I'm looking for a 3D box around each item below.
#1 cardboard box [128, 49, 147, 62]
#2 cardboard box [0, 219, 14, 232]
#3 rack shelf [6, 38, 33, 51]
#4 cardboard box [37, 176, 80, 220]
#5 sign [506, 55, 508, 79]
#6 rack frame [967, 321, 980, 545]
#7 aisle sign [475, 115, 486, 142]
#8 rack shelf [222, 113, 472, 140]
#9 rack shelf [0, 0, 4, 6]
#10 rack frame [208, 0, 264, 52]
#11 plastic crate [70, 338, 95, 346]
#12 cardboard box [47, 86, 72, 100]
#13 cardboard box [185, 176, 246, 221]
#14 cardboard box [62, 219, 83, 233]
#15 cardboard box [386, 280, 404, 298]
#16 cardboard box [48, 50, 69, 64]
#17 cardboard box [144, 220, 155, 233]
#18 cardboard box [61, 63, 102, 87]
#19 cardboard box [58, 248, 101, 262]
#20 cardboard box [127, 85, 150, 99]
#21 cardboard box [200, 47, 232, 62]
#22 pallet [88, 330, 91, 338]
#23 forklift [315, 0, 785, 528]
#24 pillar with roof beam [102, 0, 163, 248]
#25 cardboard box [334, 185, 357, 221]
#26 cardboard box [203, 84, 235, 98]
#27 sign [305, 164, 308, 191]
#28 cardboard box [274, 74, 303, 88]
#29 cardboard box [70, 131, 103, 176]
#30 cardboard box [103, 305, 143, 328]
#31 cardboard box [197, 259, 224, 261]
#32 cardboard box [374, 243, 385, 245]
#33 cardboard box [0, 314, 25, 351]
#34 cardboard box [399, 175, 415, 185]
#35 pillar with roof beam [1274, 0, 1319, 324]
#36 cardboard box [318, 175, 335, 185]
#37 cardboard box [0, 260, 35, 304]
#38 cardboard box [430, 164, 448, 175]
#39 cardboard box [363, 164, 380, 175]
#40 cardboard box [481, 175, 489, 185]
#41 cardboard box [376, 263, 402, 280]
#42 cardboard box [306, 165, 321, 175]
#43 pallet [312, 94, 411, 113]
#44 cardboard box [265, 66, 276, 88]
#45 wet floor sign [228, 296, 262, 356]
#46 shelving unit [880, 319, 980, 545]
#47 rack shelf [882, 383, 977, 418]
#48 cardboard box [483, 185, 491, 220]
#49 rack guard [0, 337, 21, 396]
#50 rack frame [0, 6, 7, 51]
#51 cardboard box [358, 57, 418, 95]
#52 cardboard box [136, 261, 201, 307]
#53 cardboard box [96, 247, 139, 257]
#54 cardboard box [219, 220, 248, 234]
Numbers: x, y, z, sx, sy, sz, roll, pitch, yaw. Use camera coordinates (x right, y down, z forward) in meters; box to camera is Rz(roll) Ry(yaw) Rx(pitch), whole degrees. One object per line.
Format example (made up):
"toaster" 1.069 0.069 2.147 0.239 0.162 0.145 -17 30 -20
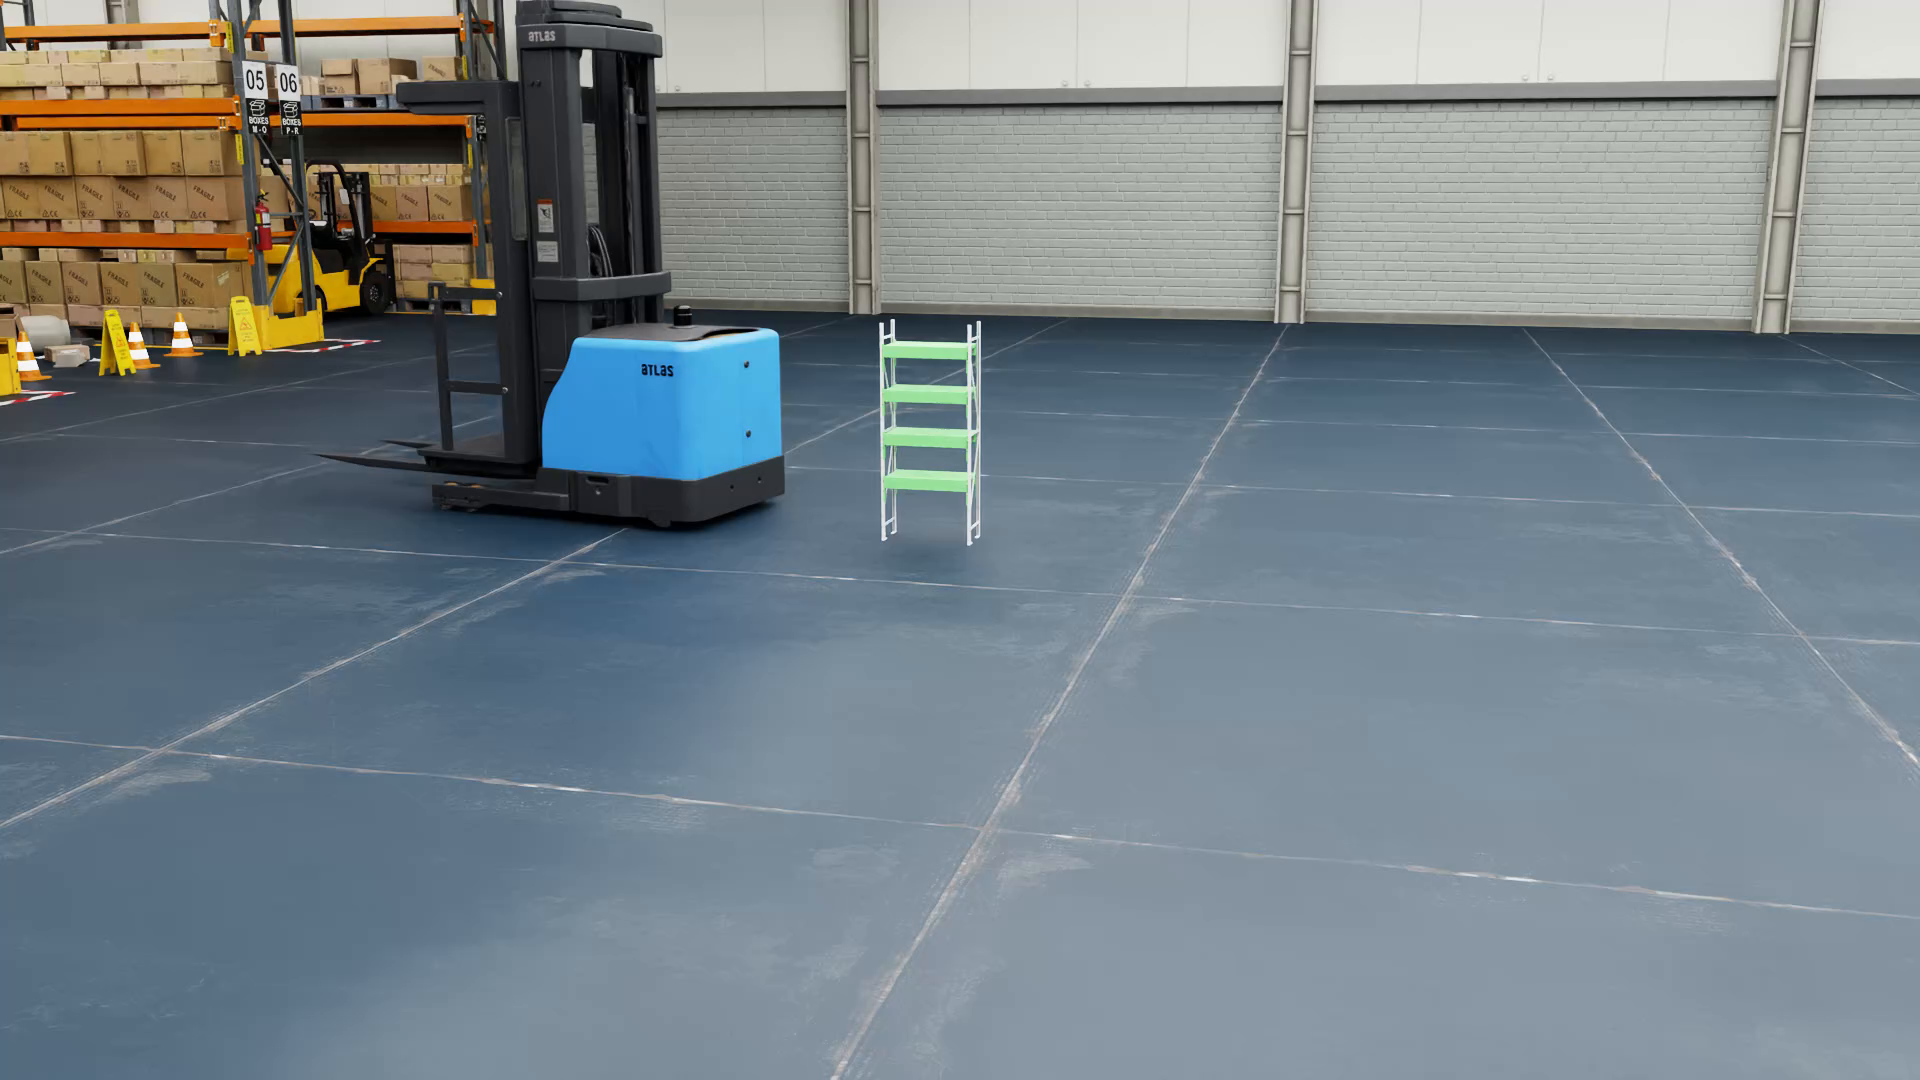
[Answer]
"cardboard box" -9.274 -5.525 19.024 0.250 0.149 0.380 3 13 14
"cardboard box" -11.308 -3.768 19.872 0.250 0.149 0.380 3 13 15
"rack shelf" -16.435 -7.714 25.813 4.000 0.370 1.077 3 13 14
"cardboard box" -10.457 -4.039 19.598 0.500 0.500 0.500 3 13 13
"sign" -6.587 -6.859 24.099 0.005 0.325 0.100 3 13 14
"rack frame" 0.076 -0.582 9.085 0.015 1.200 0.240 3 13 14
"aisle sign" -6.732 -6.017 23.427 0.004 0.787 0.394 3 13 14
"rack shelf" -8.668 -6.030 24.224 4.000 0.370 1.077 3 13 14
"rack shelf" -9.853 -6.449 19.194 4.000 0.370 1.077 3 13 14
"rack frame" -10.609 -7.950 24.289 0.127 3.000 1.000 3 13 14
"plastic crate" -10.467 -2.298 19.405 0.583 0.080 0.402 -1 13 -6
"cardboard box" -10.320 -5.165 19.245 0.250 0.149 0.380 3 13 12
"cardboard box" -8.504 -3.933 19.120 0.500 0.500 0.500 3 13 13
"cardboard box" -10.326 -3.702 19.574 0.250 0.149 0.380 3 13 14
"cardboard box" -8.222 -3.689 24.316 0.500 0.250 0.500 3 13 14
"cardboard box" -10.290 -5.567 19.213 0.250 0.149 0.380 3 13 13
"cardboard box" -9.314 -3.678 19.468 0.250 0.149 0.380 3 13 14
"cardboard box" -9.957 -5.353 19.172 0.500 0.250 0.500 3 13 14
"cardboard box" -10.418 -3.376 19.675 0.250 0.149 0.380 4 13 17
"cardboard box" -9.307 -5.128 19.075 0.250 0.149 0.380 3 13 13
"cardboard box" -8.311 -5.456 18.712 0.250 0.149 0.380 3 13 14
"pallet" -11.134 -2.588 20.411 1.213 0.211 1.003 3 13 14
"forklift" -2.632 -1.693 10.098 3.031 2.935 1.130 6 14 24
"pillar with roof beam" -14.043 -7.374 21.693 0.400 9.000 9.100 3 13 14
"cardboard box" -8.756 -4.912 24.215 0.500 0.500 0.500 3 13 14
"cardboard box" -8.325 -5.071 18.818 0.250 0.149 0.380 3 13 14
"sign" -7.782 -4.306 19.718 0.005 0.325 0.100 3 13 14
"cardboard box" -9.860 -6.601 24.141 0.500 0.311 0.500 3 13 15
"cardboard box" -9.920 -4.520 19.454 0.500 0.500 0.700 3 13 13
"cardboard box" -9.771 -2.672 19.729 0.500 0.250 0.500 3 13 12
"cardboard box" -9.160 -3.125 20.042 0.500 0.500 0.500 3 13 11
"cardboard box" -8.727 -4.200 24.307 0.500 0.250 0.500 3 13 12
"cardboard box" -10.223 -2.109 17.579 0.637 0.503 0.797 -6 14 -25
"cardboard box" -7.860 -5.186 23.956 0.250 0.149 0.380 3 13 13
"pillar with roof beam" 3.433 -6.440 17.483 0.400 9.000 9.100 3 13 14
"cardboard box" -9.127 -5.242 24.207 0.250 0.149 0.380 3 13 12
"cardboard box" -11.287 -3.118 20.010 0.500 0.500 0.500 4 13 16
"cardboard box" -7.371 -5.304 23.802 0.250 0.149 0.380 3 13 14
"cardboard box" -8.387 -5.343 23.977 0.250 0.149 0.380 3 13 15
"cardboard box" -6.993 -5.251 24.247 0.250 0.149 0.380 3 13 12
"cardboard box" -8.264 -3.930 24.247 0.500 0.250 0.500 3 13 12
"cardboard box" -9.362 -5.404 24.250 0.250 0.149 0.380 3 13 13
"pallet" -8.594 -6.339 24.161 1.213 0.211 1.003 3 13 14
"cardboard box" -8.336 -5.388 19.327 0.500 0.250 0.500 3 13 13
"wet floor sign" -7.983 -2.385 18.494 0.232 0.644 0.267 8 15 33
"shelving unit" -0.161 -0.594 9.143 0.503 1.200 0.258 3 13 14
"rack shelf" -0.161 -0.766 9.104 0.480 0.148 0.258 3 13 14
"cardboard box" -7.140 -4.946 24.371 0.500 0.500 0.500 3 13 15
"rack guard" -8.976 -1.501 14.847 0.348 0.500 1.175 3 13 14
"rack frame" -11.795 -6.906 19.583 0.127 3.000 1.000 3 13 14
"cardboard box" -8.184 -6.626 23.818 0.500 0.500 0.700 3 13 14
"cardboard box" -9.259 -3.011 19.527 0.500 0.500 0.500 4 13 16
"cardboard box" -13.254 -4.207 25.782 0.625 0.625 0.875 3 13 15
"cardboard box" -8.326 -3.621 19.209 0.250 0.149 0.380 4 13 15
